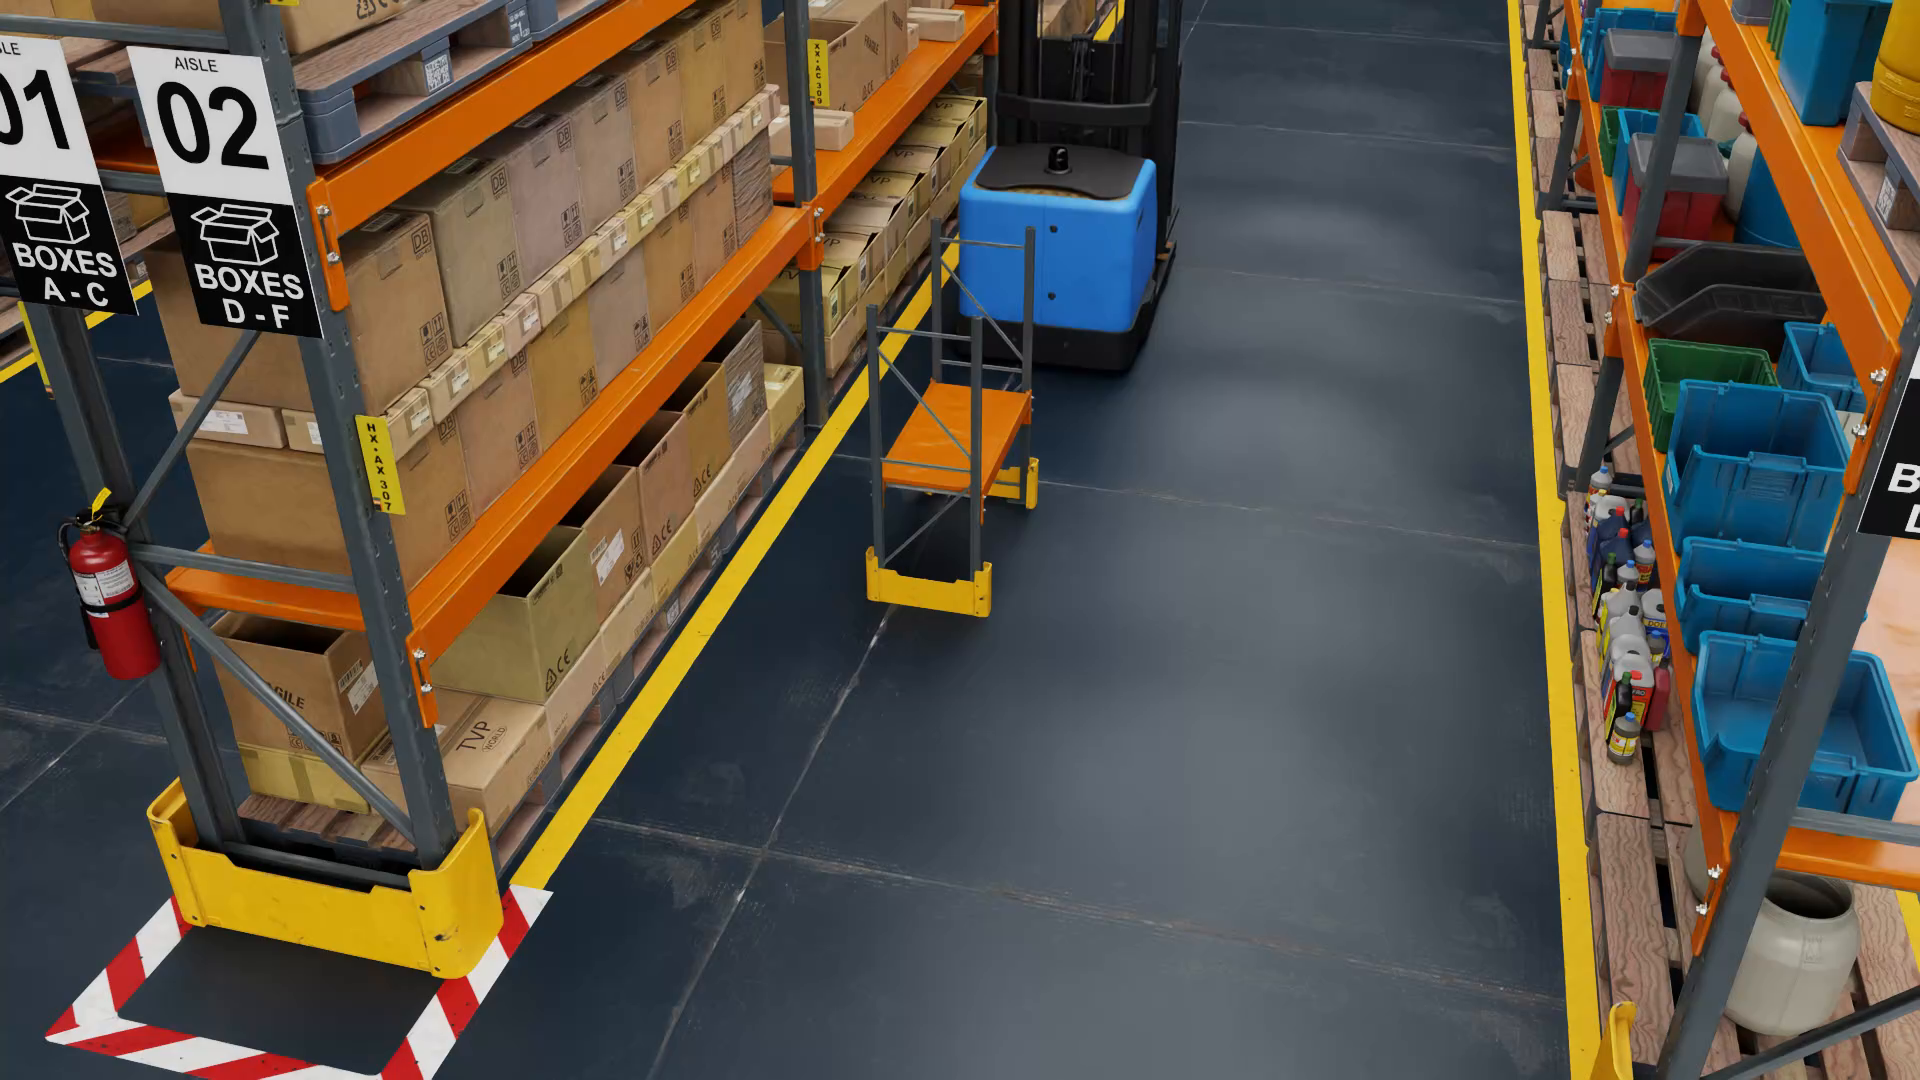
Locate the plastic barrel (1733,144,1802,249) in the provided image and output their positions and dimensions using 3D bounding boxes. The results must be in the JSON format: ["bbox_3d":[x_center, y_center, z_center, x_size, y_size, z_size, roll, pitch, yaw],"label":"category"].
[{"bbox_3d":[3.947,-1.670,7.614,0.600,0.901,0.708,8,33,12],"label":"plastic barrel"}]

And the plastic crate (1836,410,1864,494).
[{"bbox_3d":[3.389,-0.311,6.189,0.530,0.136,0.437,8,33,12],"label":"plastic crate"}]

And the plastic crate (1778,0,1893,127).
[{"bbox_3d":[2.734,-1.513,5.053,0.392,0.384,0.575,8,33,12],"label":"plastic crate"}]

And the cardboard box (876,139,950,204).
[{"bbox_3d":[-0.370,-2.467,10.984,0.500,0.311,0.500,8,33,12],"label":"cardboard box"}]

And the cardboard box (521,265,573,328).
[{"bbox_3d":[-1.681,-0.926,6.213,0.380,0.149,0.250,7,33,11],"label":"cardboard box"}]

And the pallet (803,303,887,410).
[{"bbox_3d":[-1.085,-1.186,9.919,1.003,0.211,1.213,8,33,12],"label":"pallet"}]

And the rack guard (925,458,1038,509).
[{"bbox_3d":[0.107,-0.324,8.527,0.587,0.250,0.087,8,33,12],"label":"rack guard"}]

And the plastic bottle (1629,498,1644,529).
[{"bbox_3d":[3.099,-0.047,7.650,0.061,0.283,0.133,8,33,12],"label":"plastic bottle"}]

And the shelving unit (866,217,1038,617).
[{"bbox_3d":[-0.019,-0.593,7.785,0.587,1.500,1.083,8,33,12],"label":"shelving unit"}]

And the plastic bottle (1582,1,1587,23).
[{"bbox_3d":[4.308,-3.616,11.328,0.097,0.201,0.097,0,32,0],"label":"plastic bottle"}]

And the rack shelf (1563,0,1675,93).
[{"bbox_3d":[5.079,-4.109,12.588,1.077,0.370,4.000,8,33,12],"label":"rack shelf"}]

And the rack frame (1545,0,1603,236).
[{"bbox_3d":[4.571,-3.375,10.763,1.000,3.000,0.127,8,33,12],"label":"rack frame"}]

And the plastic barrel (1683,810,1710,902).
[{"bbox_3d":[2.761,1.037,5.750,0.421,0.512,0.421,0,32,0],"label":"plastic barrel"}]

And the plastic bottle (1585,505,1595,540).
[{"bbox_3d":[3.000,-0.093,7.798,0.097,0.201,0.097,0,32,0],"label":"plastic bottle"}]

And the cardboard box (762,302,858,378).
[{"bbox_3d":[-0.892,-1.168,9.463,0.500,0.250,0.500,7,33,11],"label":"cardboard box"}]

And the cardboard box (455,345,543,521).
[{"bbox_3d":[-1.990,-0.456,6.078,0.700,0.500,0.500,9,34,14],"label":"cardboard box"}]

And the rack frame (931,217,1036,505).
[{"bbox_3d":[0.107,-0.852,8.193,0.500,1.500,0.032,8,33,12],"label":"rack frame"}]

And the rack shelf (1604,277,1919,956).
[{"bbox_3d":[3.049,0.042,6.058,1.077,0.370,4.000,8,33,12],"label":"rack shelf"}]

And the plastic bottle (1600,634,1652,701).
[{"bbox_3d":[2.709,0.529,6.751,0.152,0.276,0.135,7,33,11],"label":"plastic bottle"}]

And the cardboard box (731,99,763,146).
[{"bbox_3d":[-1.161,-1.993,7.891,0.380,0.149,0.250,7,33,11],"label":"cardboard box"}]

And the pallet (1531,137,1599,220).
[{"bbox_3d":[4.731,-2.613,12.163,1.003,0.211,1.213,8,33,12],"label":"pallet"}]

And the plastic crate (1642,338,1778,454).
[{"bbox_3d":[2.939,-0.544,6.507,0.450,0.188,0.662,8,33,12],"label":"plastic crate"}]

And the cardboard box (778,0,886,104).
[{"bbox_3d":[-0.763,-2.947,9.997,0.500,0.500,0.500,8,33,12],"label":"cardboard box"}]

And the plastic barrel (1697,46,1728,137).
[{"bbox_3d":[4.307,-2.428,9.147,0.433,0.535,0.433,0,32,0],"label":"plastic barrel"}]

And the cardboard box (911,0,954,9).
[{"bbox_3d":[-0.354,-3.831,11.563,0.500,0.311,0.500,10,34,15],"label":"cardboard box"}]

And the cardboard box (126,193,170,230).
[{"bbox_3d":[-5.773,-2.438,11.209,0.700,0.500,0.500,7,33,11],"label":"cardboard box"}]

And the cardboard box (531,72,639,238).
[{"bbox_3d":[-1.723,-1.553,6.594,0.700,0.500,0.500,8,33,12],"label":"cardboard box"}]

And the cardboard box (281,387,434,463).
[{"bbox_3d":[-1.941,-0.390,5.370,0.380,0.149,0.250,8,33,12],"label":"cardboard box"}]

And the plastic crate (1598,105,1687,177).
[{"bbox_3d":[3.725,-2.152,9.036,0.450,0.188,0.662,8,33,12],"label":"plastic crate"}]

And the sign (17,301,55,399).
[{"bbox_3d":[-2.771,-0.569,5.050,0.100,0.325,0.005,8,33,12],"label":"sign"}]

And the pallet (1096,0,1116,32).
[{"bbox_3d":[0.971,-5.306,16.400,1.003,0.211,1.213,8,33,12],"label":"pallet"}]

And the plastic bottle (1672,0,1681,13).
[{"bbox_3d":[4.847,-3.524,11.113,0.152,0.276,0.135,8,33,12],"label":"plastic bottle"}]

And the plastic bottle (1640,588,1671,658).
[{"bbox_3d":[2.944,0.353,7.028,0.152,0.276,0.135,8,33,12],"label":"plastic bottle"}]

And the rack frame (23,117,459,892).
[{"bbox_3d":[-2.249,0.100,5.296,1.000,3.000,0.127,8,33,12],"label":"rack frame"}]

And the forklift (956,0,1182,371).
[{"bbox_3d":[0.829,-3.004,10.244,1.130,2.935,3.031,8,33,12],"label":"forklift"}]

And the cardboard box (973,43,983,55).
[{"bbox_3d":[0.300,-3.652,13.118,0.500,0.500,0.500,7,33,11],"label":"cardboard box"}]

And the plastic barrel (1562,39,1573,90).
[{"bbox_3d":[5.252,-4.095,13.460,0.600,0.901,0.708,8,33,12],"label":"plastic barrel"}]

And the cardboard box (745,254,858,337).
[{"bbox_3d":[-0.888,-1.409,9.320,0.500,0.311,0.500,8,33,13],"label":"cardboard box"}]

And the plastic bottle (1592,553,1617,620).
[{"bbox_3d":[2.820,0.202,7.258,0.061,0.283,0.133,9,34,15],"label":"plastic bottle"}]

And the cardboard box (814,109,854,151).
[{"bbox_3d":[-0.812,-2.301,9.308,0.380,0.149,0.250,8,33,12],"label":"cardboard box"}]

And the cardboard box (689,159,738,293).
[{"bbox_3d":[-1.468,-1.512,7.739,0.700,0.500,0.500,8,33,12],"label":"cardboard box"}]

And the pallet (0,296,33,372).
[{"bbox_3d":[-6.163,-1.118,9.812,1.003,0.211,1.213,8,33,12],"label":"pallet"}]

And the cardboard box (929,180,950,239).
[{"bbox_3d":[-0.375,-2.233,11.138,0.500,0.250,0.500,9,33,13],"label":"cardboard box"}]

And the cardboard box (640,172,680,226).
[{"bbox_3d":[-1.420,-1.462,7.057,0.380,0.149,0.250,9,34,14],"label":"cardboard box"}]

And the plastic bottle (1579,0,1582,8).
[{"bbox_3d":[4.416,-3.867,11.656,0.097,0.271,0.097,0,32,0],"label":"plastic bottle"}]

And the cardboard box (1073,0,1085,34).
[{"bbox_3d":[0.815,-4.707,14.778,0.500,0.500,0.500,8,33,13],"label":"cardboard box"}]

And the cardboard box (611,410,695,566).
[{"bbox_3d":[-1.515,-0.259,7.334,0.500,0.500,0.500,8,33,12],"label":"cardboard box"}]

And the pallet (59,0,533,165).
[{"bbox_3d":[-2.045,-1.492,5.087,1.003,0.211,1.213,8,33,12],"label":"pallet"}]

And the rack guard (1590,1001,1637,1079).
[{"bbox_3d":[2.515,1.786,4.975,1.175,0.500,0.348,8,33,12],"label":"rack guard"}]

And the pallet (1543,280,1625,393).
[{"bbox_3d":[4.026,-1.170,9.894,1.003,0.211,1.213,8,33,12],"label":"pallet"}]

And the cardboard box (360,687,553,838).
[{"bbox_3d":[-1.898,0.835,6.311,0.500,0.250,0.500,8,33,12],"label":"cardboard box"}]

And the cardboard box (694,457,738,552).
[{"bbox_3d":[-1.389,-0.202,7.944,0.500,0.250,0.500,8,33,12],"label":"cardboard box"}]

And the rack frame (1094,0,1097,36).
[{"bbox_3d":[0.796,-6.127,15.092,1.000,3.000,0.127,8,33,12],"label":"rack frame"}]
